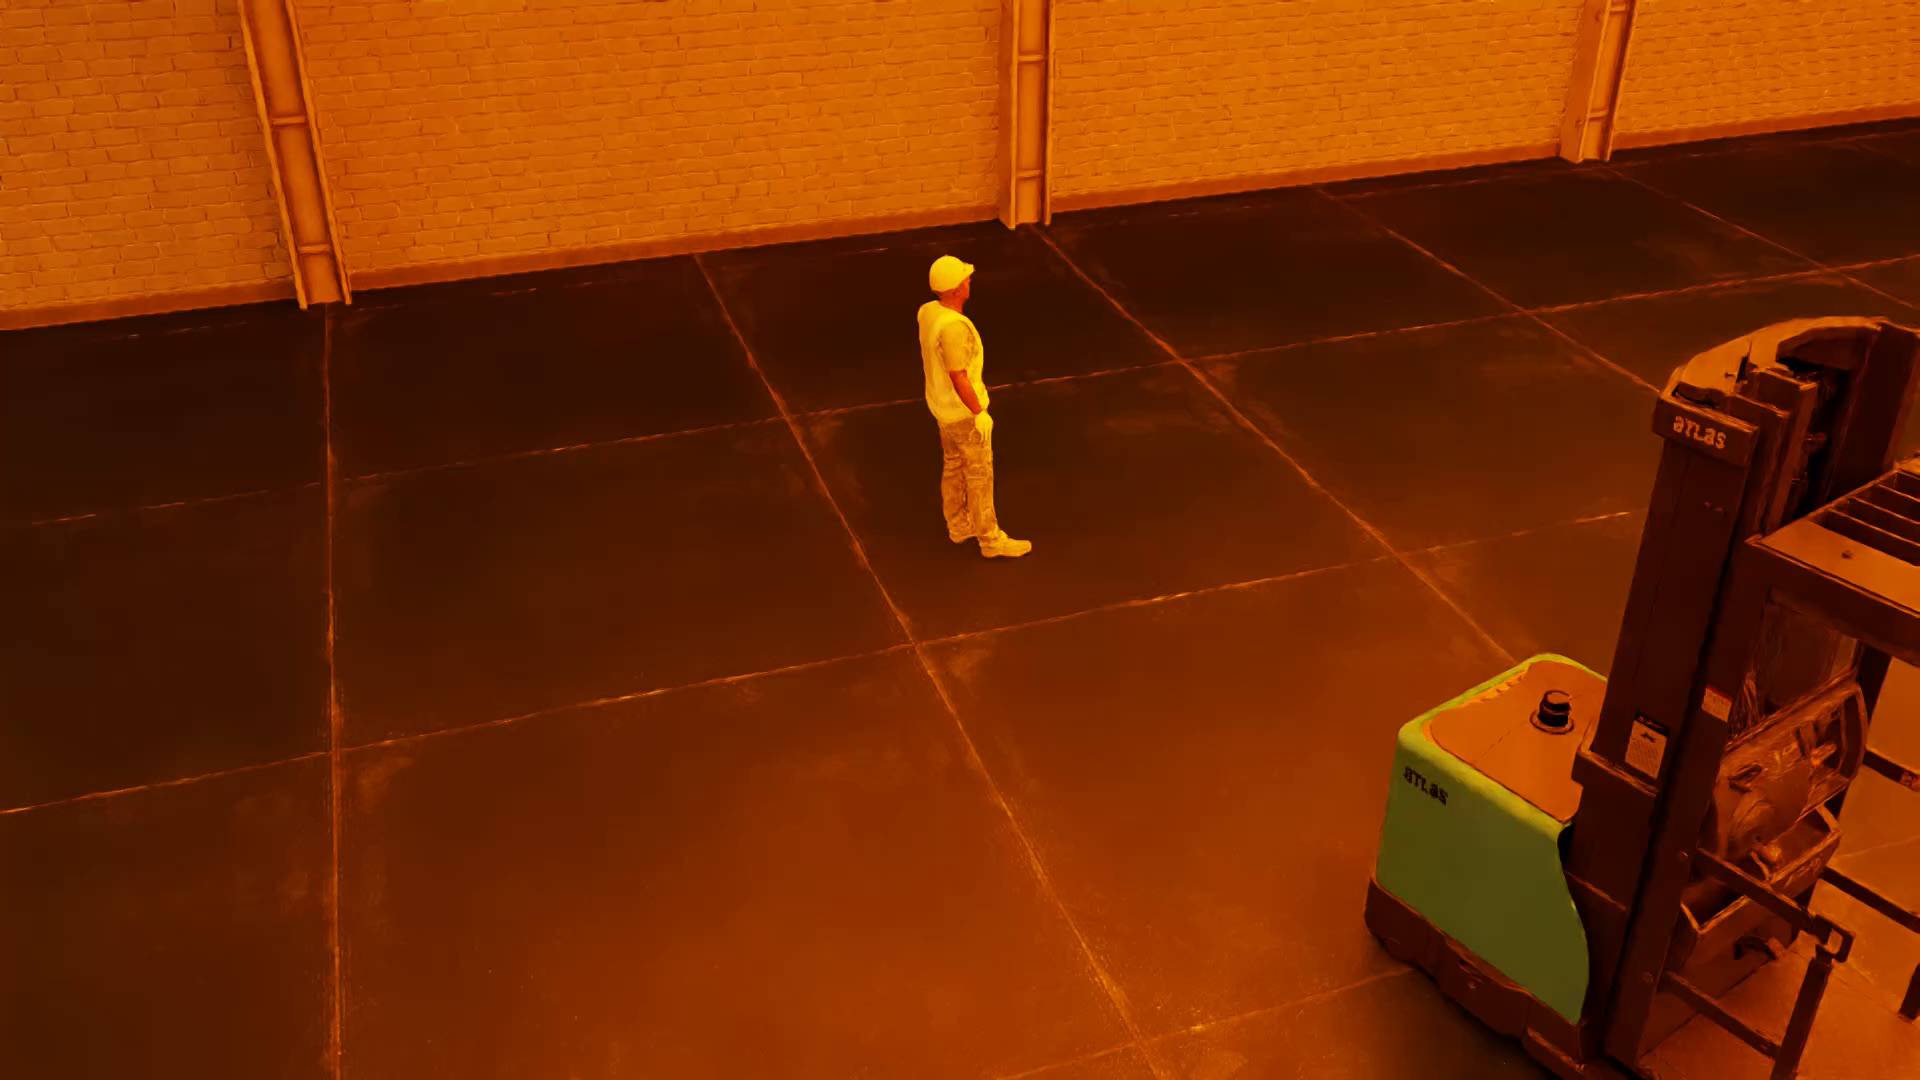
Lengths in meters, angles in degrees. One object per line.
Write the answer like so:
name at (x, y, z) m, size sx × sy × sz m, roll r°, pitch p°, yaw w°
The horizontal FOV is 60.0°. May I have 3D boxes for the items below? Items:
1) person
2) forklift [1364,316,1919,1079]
person at (0.071, -0.787, 9.591) m, size 0.576 × 1.782 × 0.655 m, roll -10°, pitch 31°, yaw -16°
forklift at (2.993, 0.854, 5.603) m, size 1.130 × 2.935 × 3.031 m, roll -20°, pitch 35°, yaw -31°
